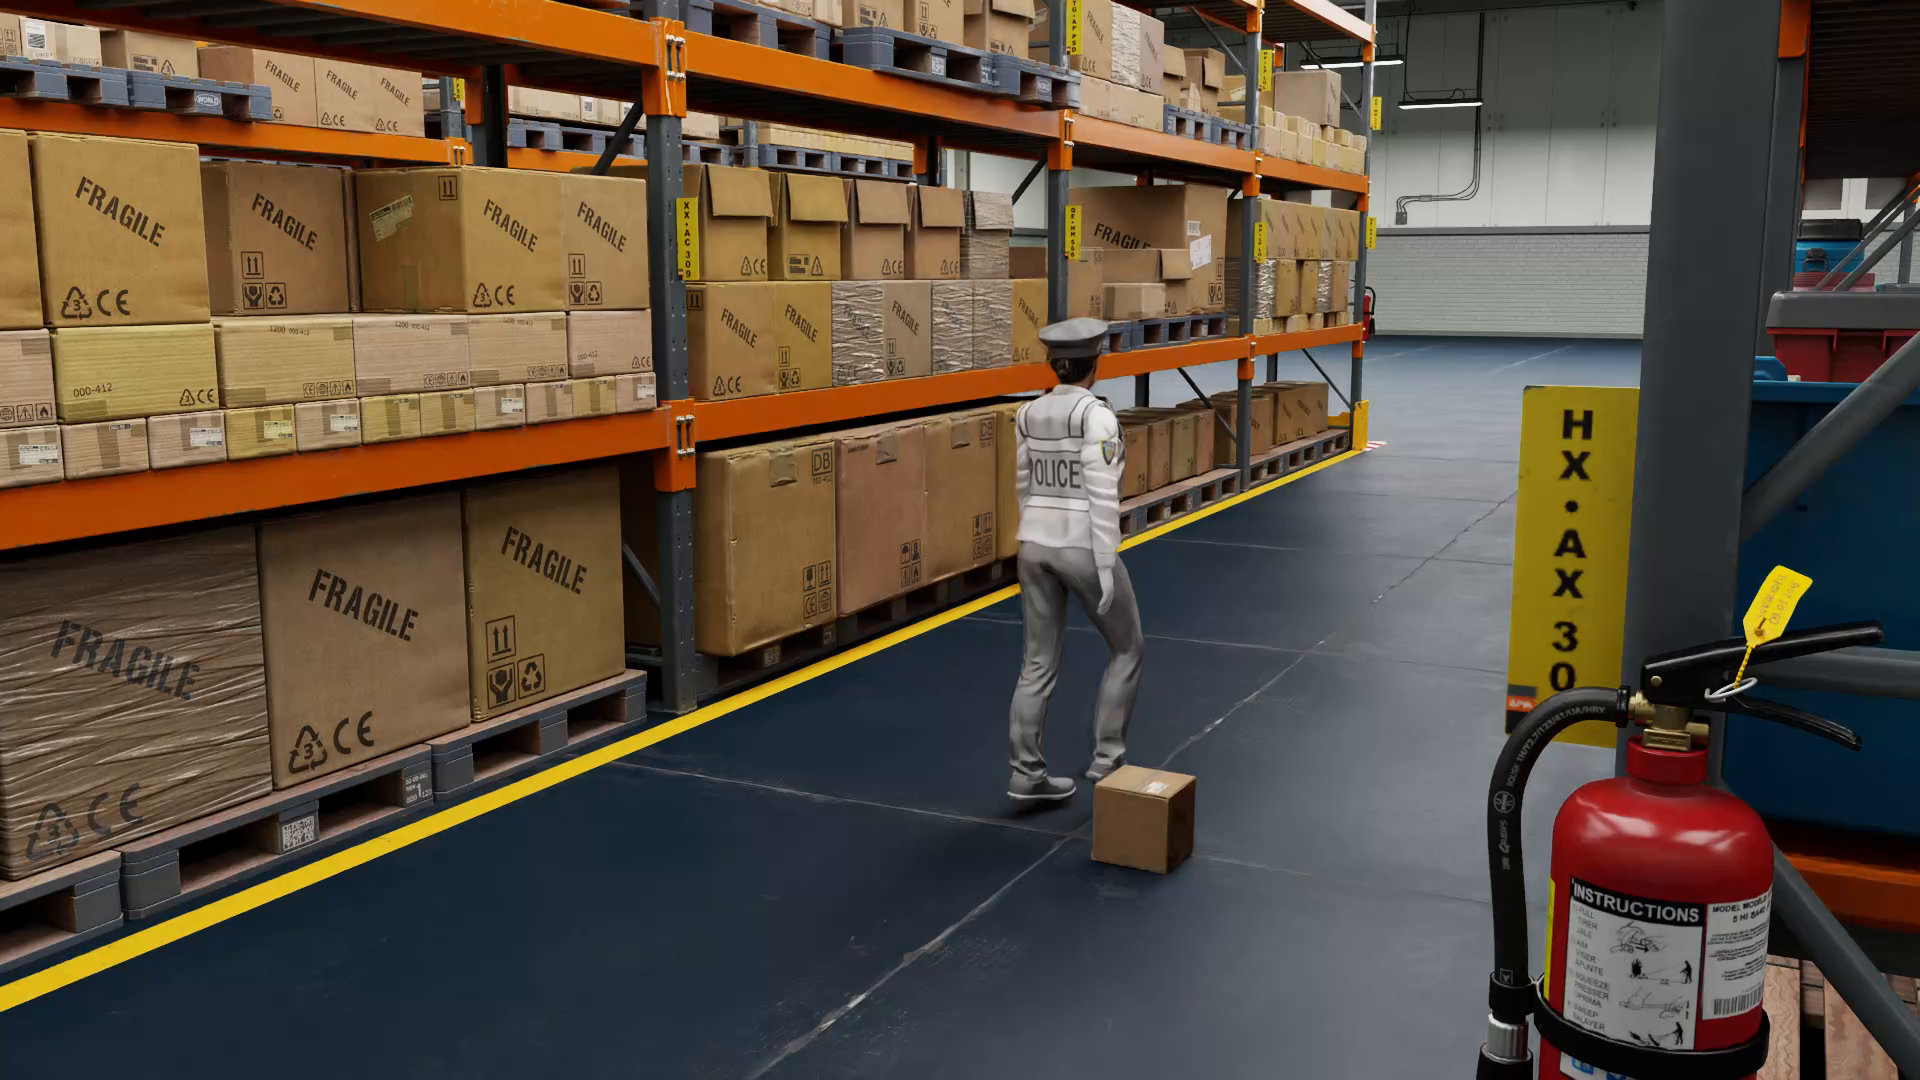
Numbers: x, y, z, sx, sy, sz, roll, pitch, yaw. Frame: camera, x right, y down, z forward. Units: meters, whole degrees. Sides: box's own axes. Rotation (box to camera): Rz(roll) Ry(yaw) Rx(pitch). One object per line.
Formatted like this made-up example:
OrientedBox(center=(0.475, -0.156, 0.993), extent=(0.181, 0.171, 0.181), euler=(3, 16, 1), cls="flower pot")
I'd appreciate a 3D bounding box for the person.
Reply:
OrientedBox(center=(0.364, 0.087, 5.746), extent=(0.545, 1.695, 0.511), euler=(8, 12, 42), cls="person")
